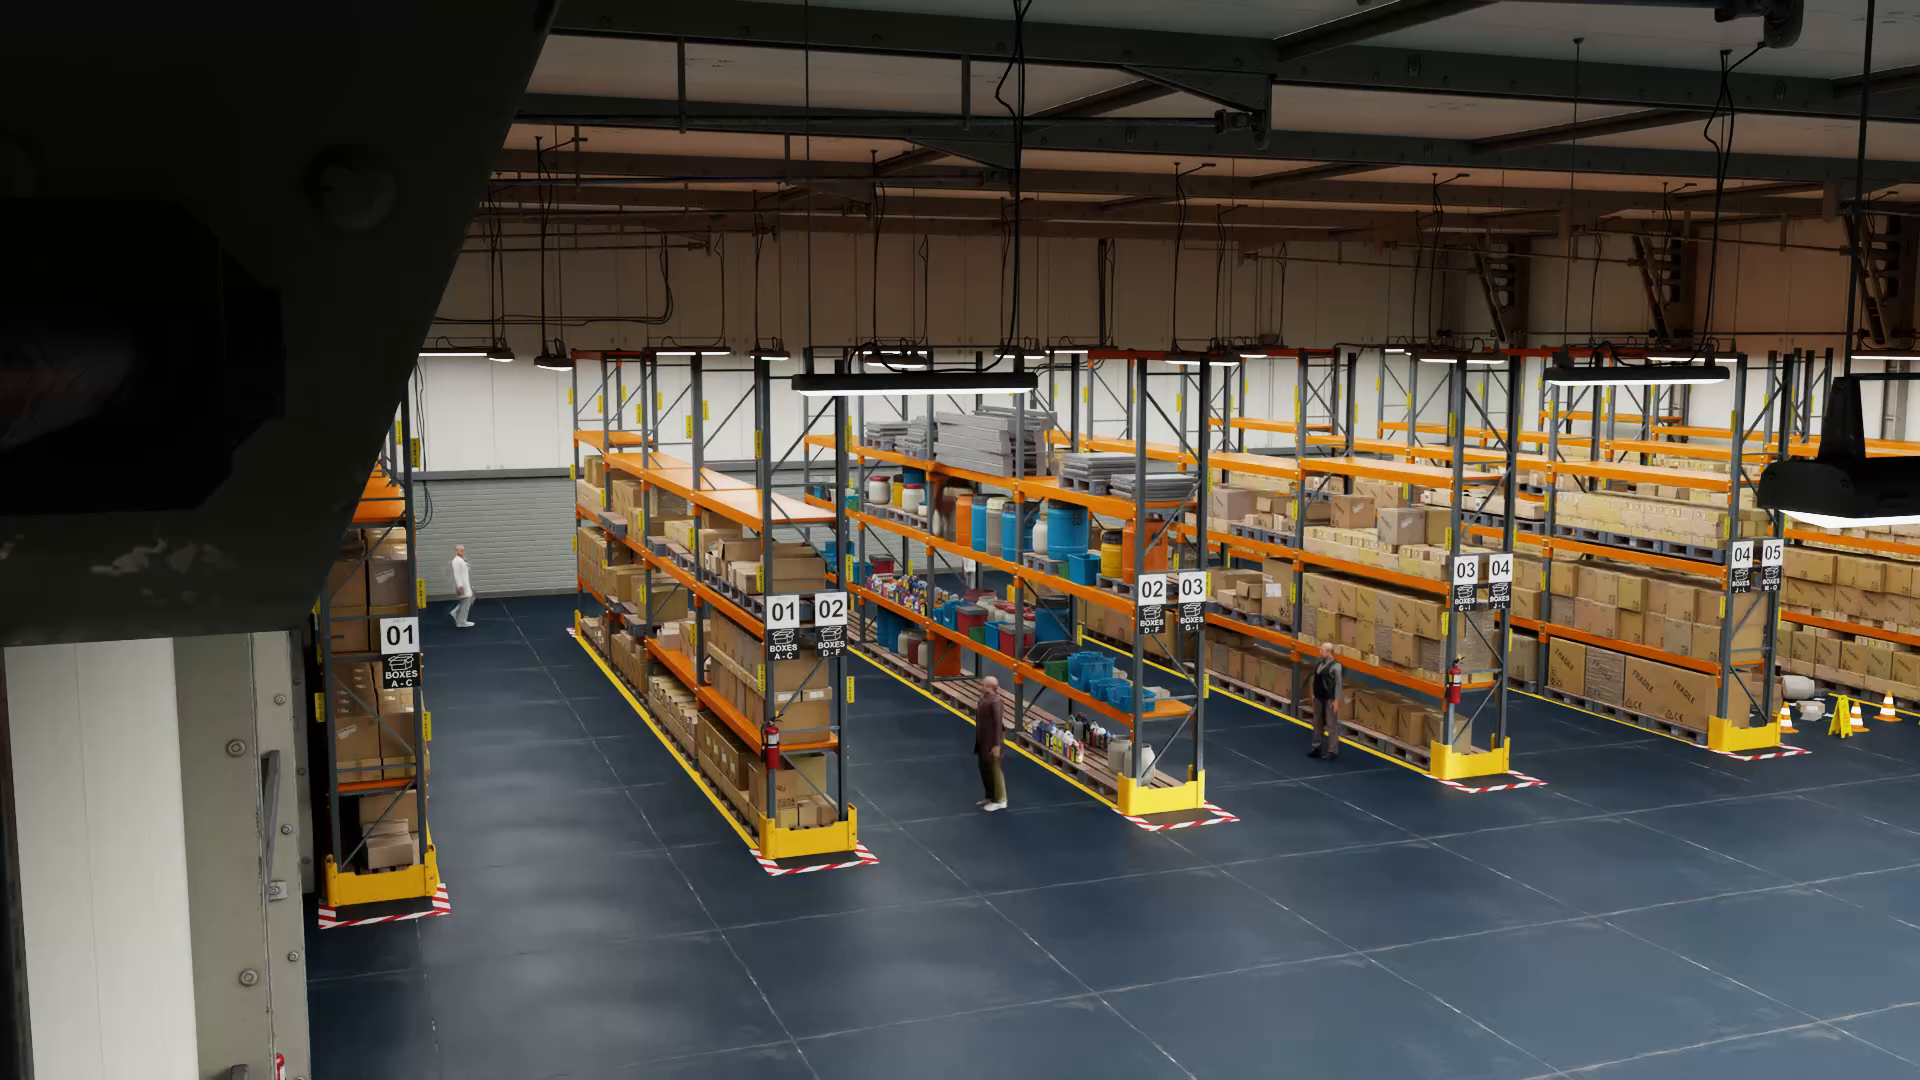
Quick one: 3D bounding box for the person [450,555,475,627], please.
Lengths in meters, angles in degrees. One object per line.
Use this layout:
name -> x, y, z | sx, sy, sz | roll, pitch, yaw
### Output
person -> -10.723, 1.084, 35.812 | 0.549, 1.560, 0.590 | -2, 7, -16

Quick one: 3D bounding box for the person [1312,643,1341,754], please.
person -> 5.483, 2.357, 24.867 | 0.317, 1.665, 0.568 | -4, 8, -27

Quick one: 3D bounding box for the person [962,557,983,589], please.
person -> 0.253, 0.725, 38.137 | 0.378, 1.731, 0.655 | -6, 9, -38

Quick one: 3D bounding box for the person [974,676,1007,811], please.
person -> 0.419, 2.711, 22.150 | 0.378, 1.825, 0.672 | -2, 7, -18
